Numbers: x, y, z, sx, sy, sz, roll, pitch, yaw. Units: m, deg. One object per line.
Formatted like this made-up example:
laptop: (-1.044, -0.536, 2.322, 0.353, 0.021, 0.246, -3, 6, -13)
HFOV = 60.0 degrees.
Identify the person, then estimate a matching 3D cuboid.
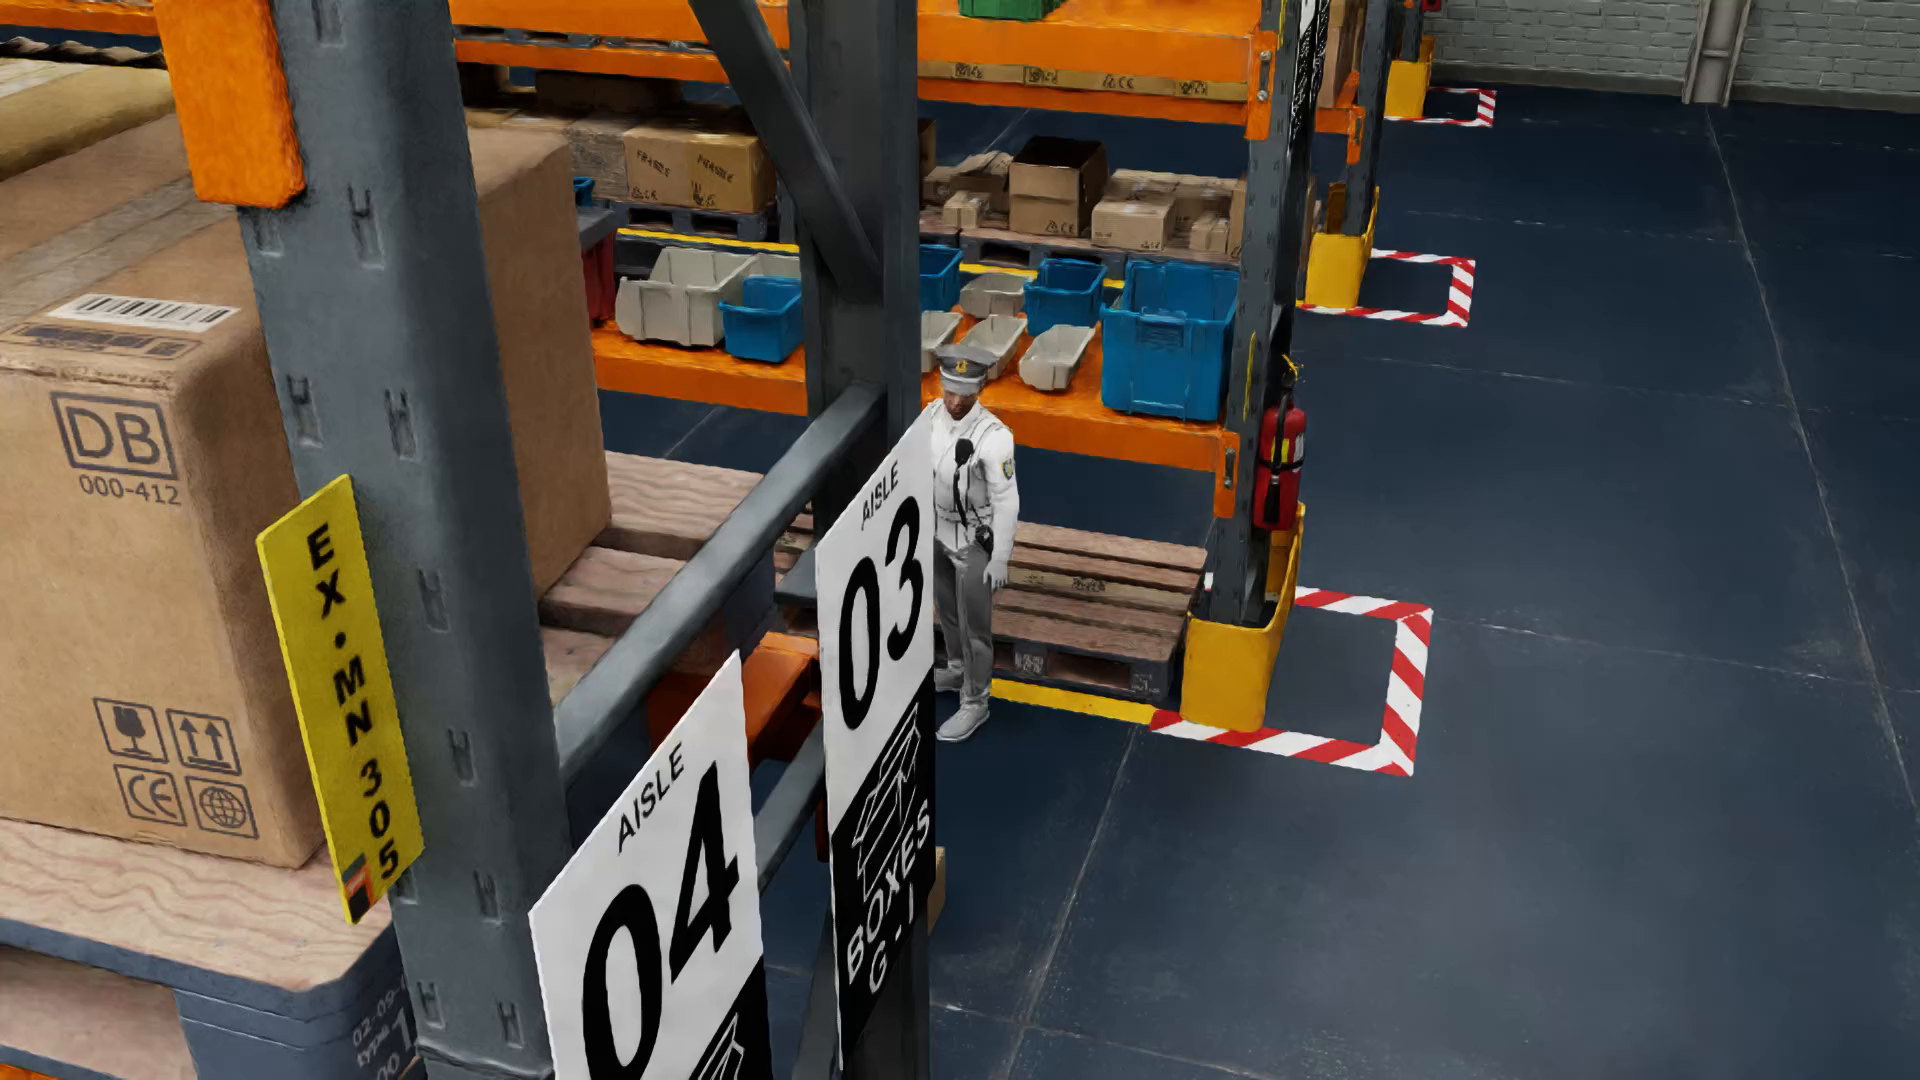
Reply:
person: (-0.025, -0.006, 6.600, 0.380, 1.676, 0.567, -23, 37, -35)
